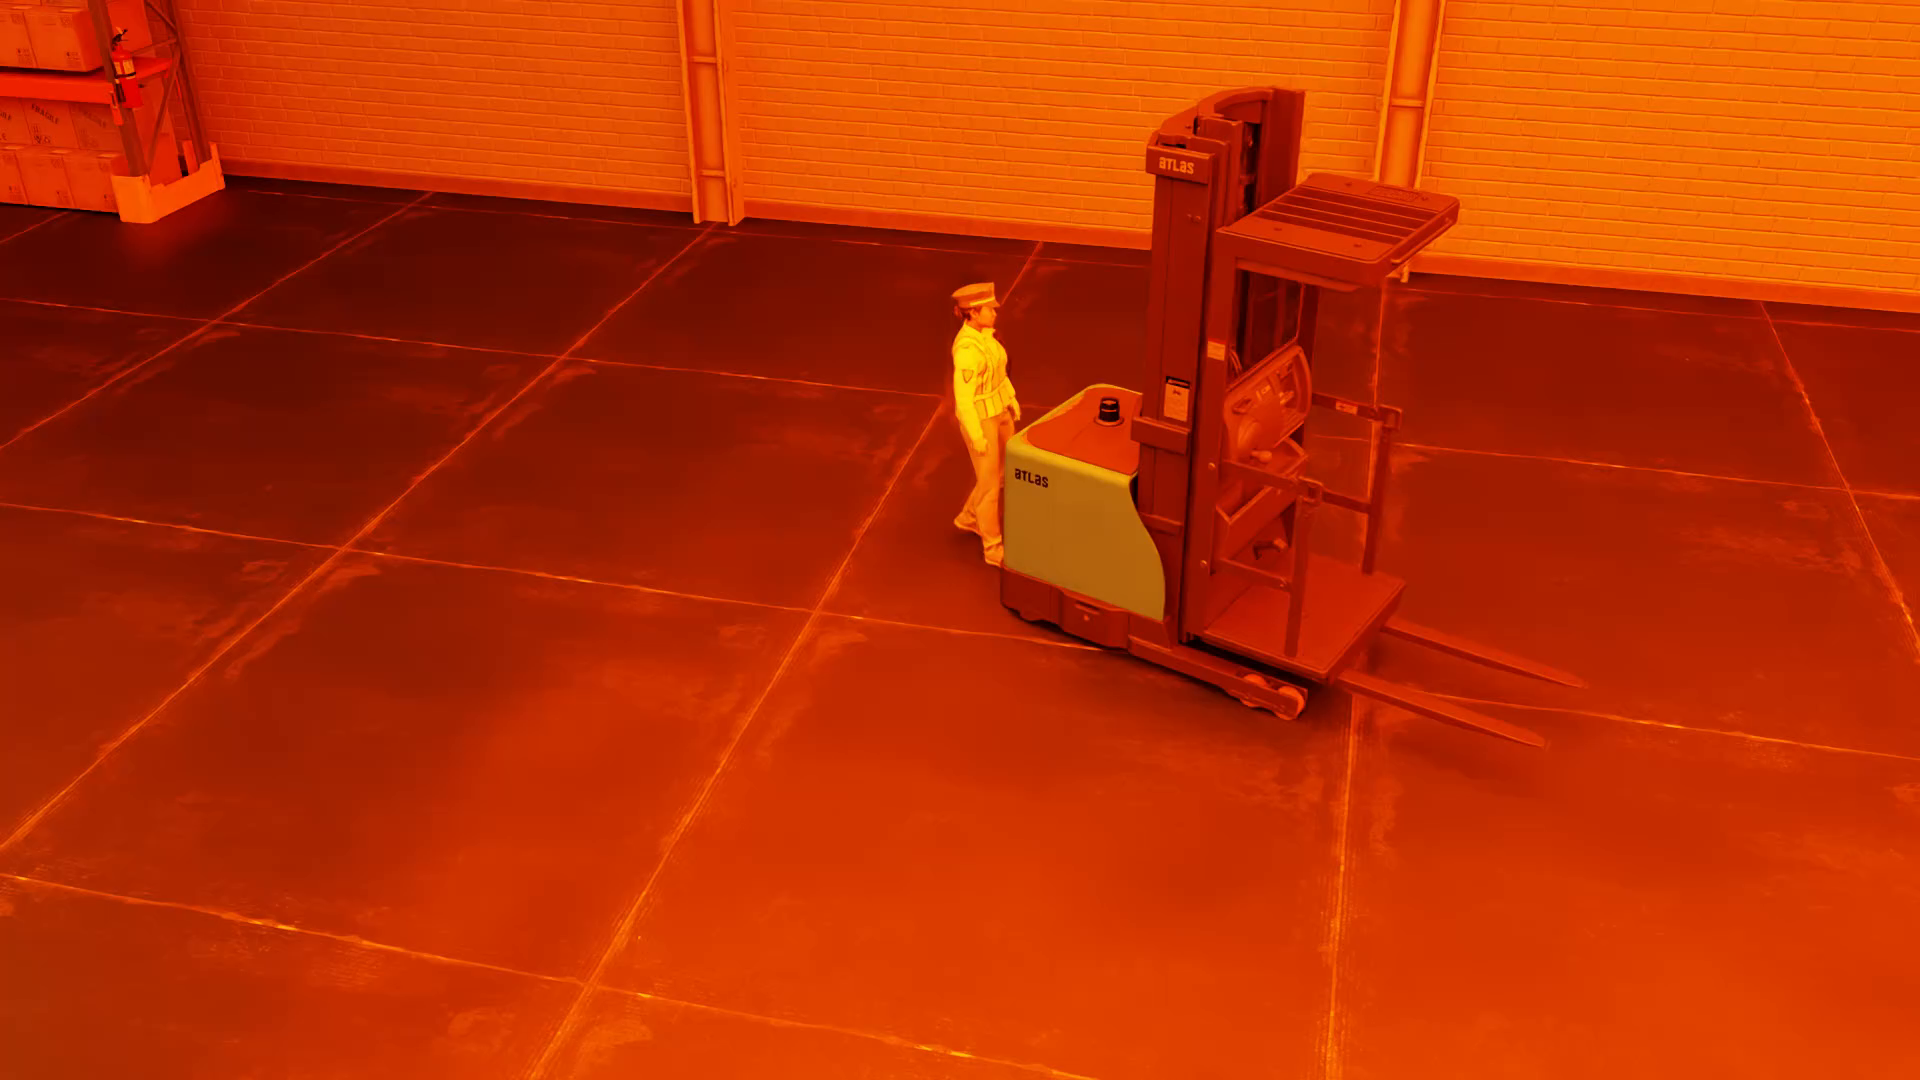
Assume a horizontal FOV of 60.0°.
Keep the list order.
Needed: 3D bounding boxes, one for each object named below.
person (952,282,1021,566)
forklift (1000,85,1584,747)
[{"bbox_3d":[0.238,-0.707,9.740,0.602,1.636,0.639,12,32,20],"label":"person"},{"bbox_3d":[1.728,-0.654,8.324,3.031,2.935,1.130,19,35,30],"label":"forklift"}]
